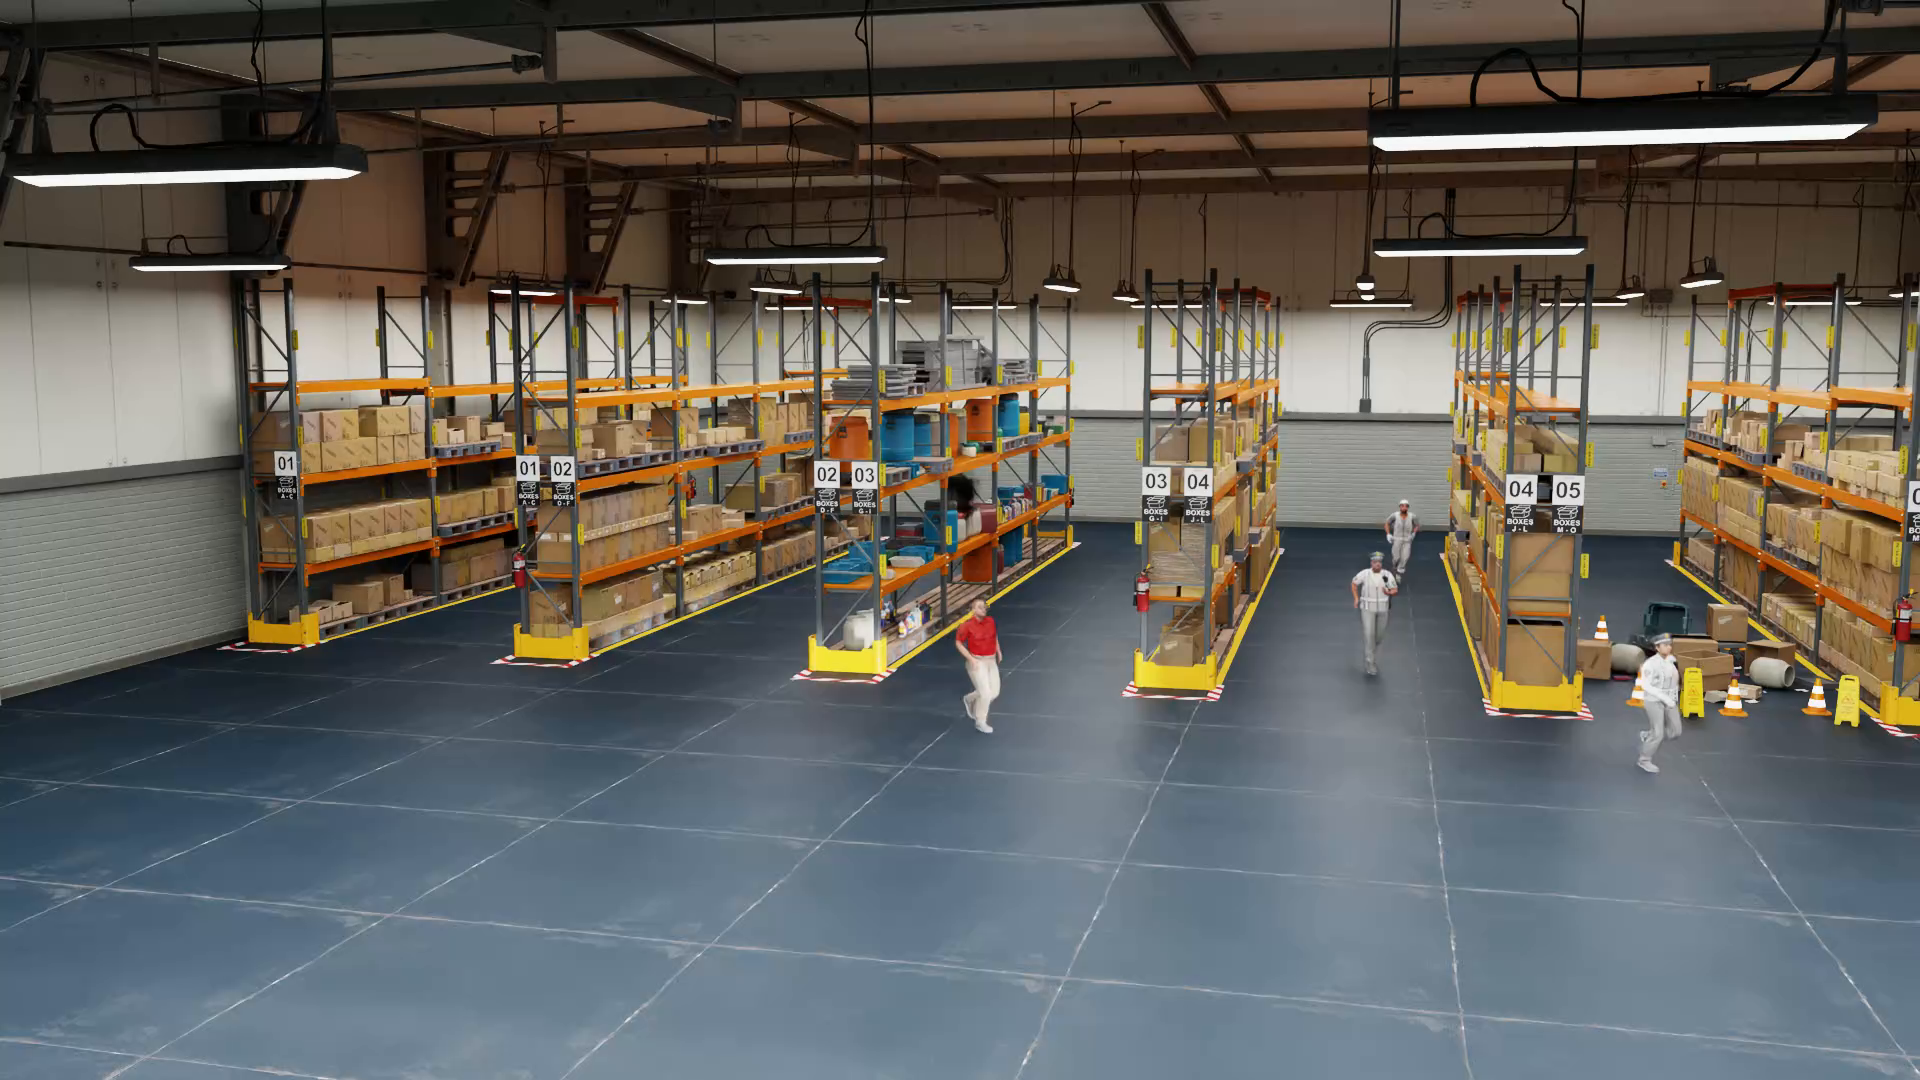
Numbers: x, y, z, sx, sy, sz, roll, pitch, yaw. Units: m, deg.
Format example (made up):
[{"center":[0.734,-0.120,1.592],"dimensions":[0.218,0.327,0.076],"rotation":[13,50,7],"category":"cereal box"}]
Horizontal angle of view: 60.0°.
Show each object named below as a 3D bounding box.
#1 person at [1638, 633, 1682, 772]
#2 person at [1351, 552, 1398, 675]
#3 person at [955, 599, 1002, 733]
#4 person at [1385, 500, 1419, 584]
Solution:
[{"center":[8.176,1.885,19.315],"dimensions":[0.650,1.660,0.555],"rotation":[-3,7,-23],"category":"person"},{"center":[6.327,1.079,25.351],"dimensions":[0.646,1.822,0.870],"rotation":[0,7,0],"category":"person"},{"center":[0.236,1.605,21.506],"dimensions":[0.658,1.702,0.612],"rotation":[-6,9,-40],"category":"person"},{"center":[9.132,0.030,34.339],"dimensions":[0.672,1.737,0.587],"rotation":[1,7,8],"category":"person"}]
